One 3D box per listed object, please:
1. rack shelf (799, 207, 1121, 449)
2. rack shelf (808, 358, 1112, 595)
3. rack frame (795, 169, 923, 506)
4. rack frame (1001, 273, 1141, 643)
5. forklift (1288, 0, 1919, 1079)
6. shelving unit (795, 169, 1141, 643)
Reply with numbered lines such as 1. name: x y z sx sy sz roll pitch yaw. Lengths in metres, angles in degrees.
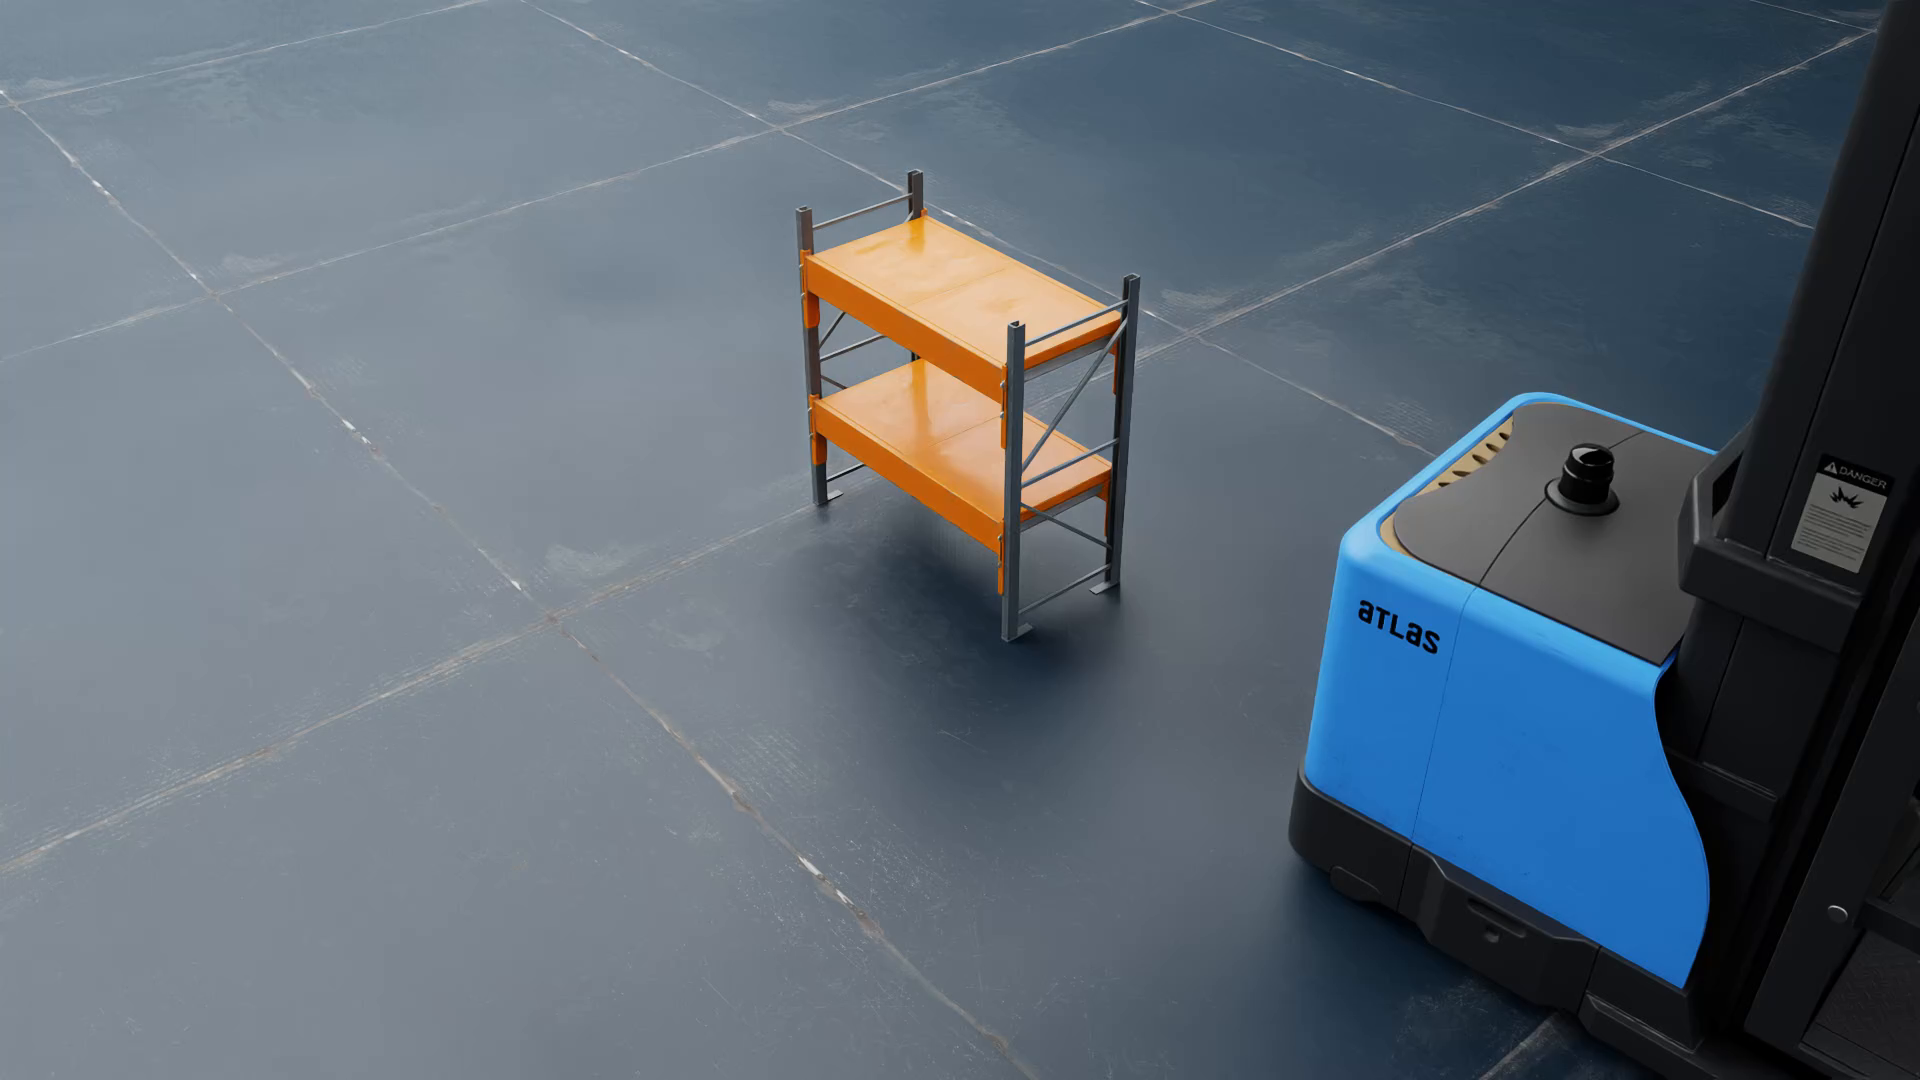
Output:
1. rack shelf: 0.004 -0.695 5.252 0.538 0.278 1.000 -26 43 -32
2. rack shelf: 0.004 -0.257 5.562 0.538 0.278 1.000 -26 43 -32
3. rack frame: -0.324 -0.680 5.738 0.500 1.125 0.032 -26 43 -32
4. rack frame: 0.332 -0.232 5.104 0.500 1.125 0.032 -26 43 -32
5. forklift: 2.317 0.035 3.165 3.031 2.935 1.130 28 44 33
6. shelving unit: 0.004 -0.456 5.421 0.538 1.125 1.048 -26 43 -32
